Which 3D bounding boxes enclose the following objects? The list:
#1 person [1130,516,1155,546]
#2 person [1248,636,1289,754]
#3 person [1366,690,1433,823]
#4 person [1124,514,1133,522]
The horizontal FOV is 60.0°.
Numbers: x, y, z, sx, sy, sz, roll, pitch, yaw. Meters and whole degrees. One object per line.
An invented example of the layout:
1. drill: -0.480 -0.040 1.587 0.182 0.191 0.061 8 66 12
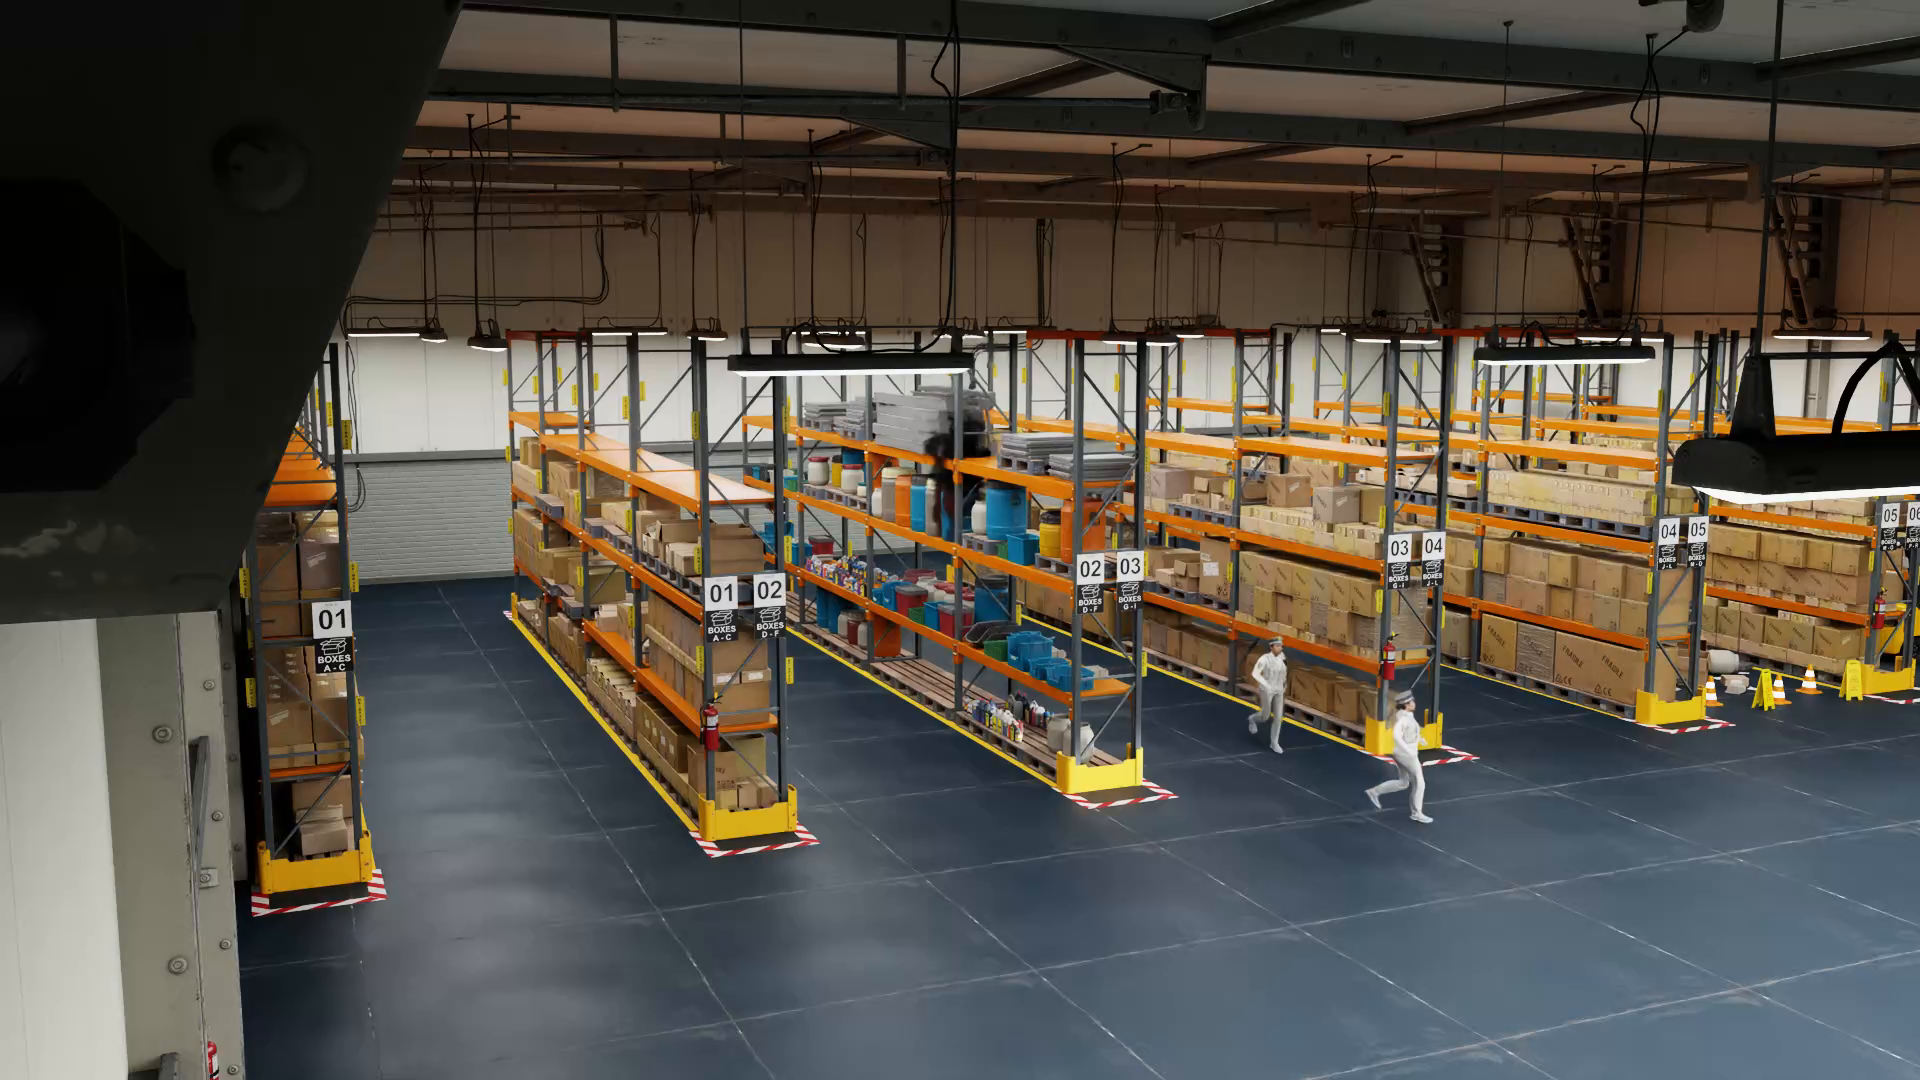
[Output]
1. person: 4.627 -0.190 41.537 0.876 1.817 0.695 -3 8 -22
2. person: 4.544 2.213 24.376 0.644 1.681 0.857 -4 9 -25
3. person: 5.517 2.701 20.766 0.827 1.694 0.618 1 8 4
4. person: 3.791 0.213 38.470 0.731 1.803 0.949 -2 8 -13
